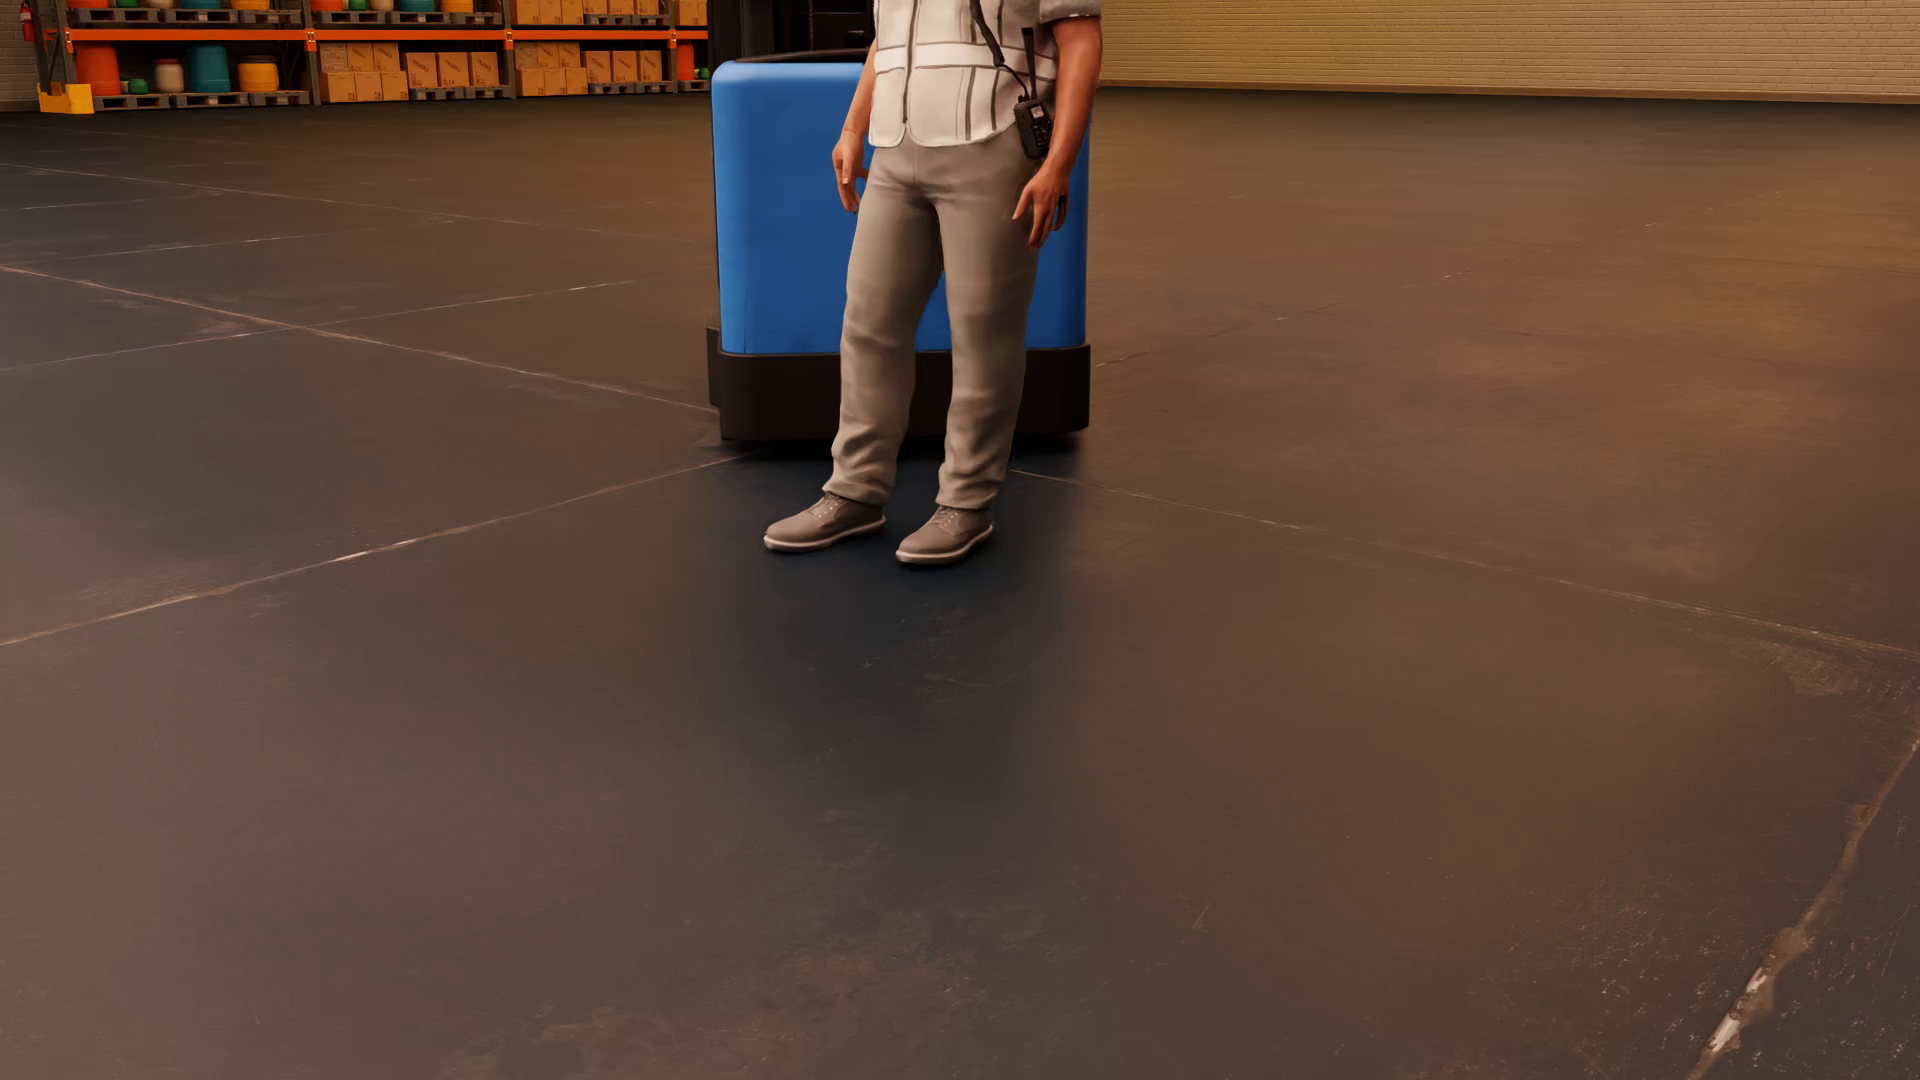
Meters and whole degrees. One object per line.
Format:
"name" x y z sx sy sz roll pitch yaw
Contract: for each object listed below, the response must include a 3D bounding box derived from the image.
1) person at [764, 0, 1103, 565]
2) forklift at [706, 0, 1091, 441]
"person" -0.058 -0.832 3.620 0.660 1.779 0.545 13 21 37
"forklift" -0.322 -2.057 5.672 1.130 2.935 3.031 -2 17 -7
